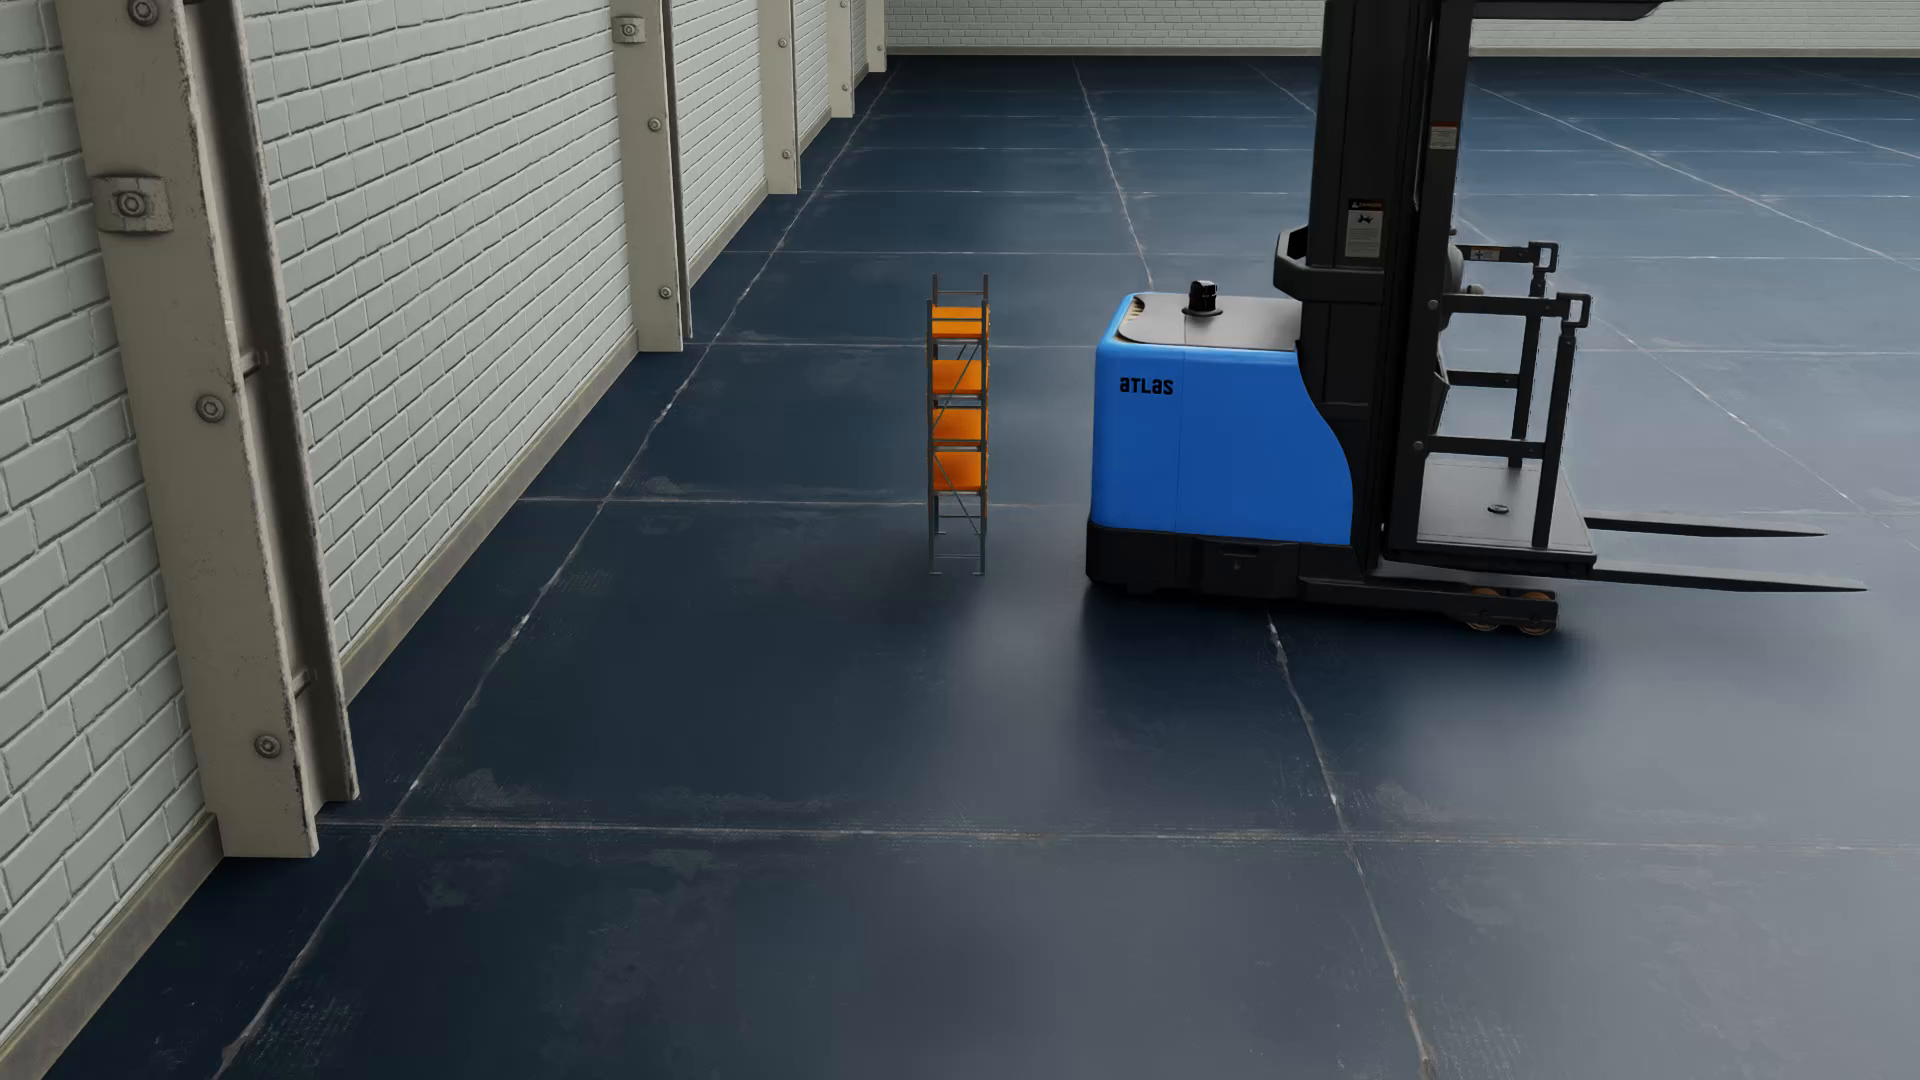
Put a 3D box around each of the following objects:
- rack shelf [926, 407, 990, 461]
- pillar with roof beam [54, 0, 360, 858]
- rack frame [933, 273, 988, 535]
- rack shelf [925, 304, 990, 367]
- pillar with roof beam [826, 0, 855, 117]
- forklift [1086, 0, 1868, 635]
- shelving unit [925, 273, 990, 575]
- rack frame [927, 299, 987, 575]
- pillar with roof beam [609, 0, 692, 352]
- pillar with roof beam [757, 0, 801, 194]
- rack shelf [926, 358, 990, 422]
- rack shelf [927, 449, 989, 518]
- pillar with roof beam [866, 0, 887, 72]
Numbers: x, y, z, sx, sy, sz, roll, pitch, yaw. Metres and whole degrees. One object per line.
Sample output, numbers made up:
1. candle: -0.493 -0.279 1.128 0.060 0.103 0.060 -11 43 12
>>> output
1. rack shelf: -0.005 -0.437 7.182 0.258 0.148 0.480 1 21 2
2. pillar with roof beam: 2.190 -3.258 3.484 9.100 9.000 0.400 1 21 2
3. rack frame: 0.002 -0.588 7.385 0.240 1.200 0.015 1 21 2
4. rack shelf: -0.005 -0.866 7.015 0.258 0.148 0.480 1 21 2
5. pillar with roof beam: 2.738 -9.766 20.258 9.100 9.000 0.400 1 21 2
6. forklift: 2.098 -1.201 6.572 3.031 2.935 1.130 4 22 11
7. shelving unit: -0.005 -0.500 7.158 0.258 1.200 0.503 1 21 2
8. rack frame: -0.012 -0.411 6.930 0.240 1.200 0.015 1 21 2
9. pillar with roof beam: 2.373 -5.427 9.076 9.100 9.000 0.400 1 21 2
10. pillar with roof beam: 2.555 -7.596 14.667 9.100 9.000 0.400 1 21 2
11. rack shelf: -0.005 -0.645 7.101 0.258 0.148 0.480 1 21 2
12. rack shelf: -0.005 -0.252 7.254 0.258 0.148 0.480 1 21 2
13. pillar with roof beam: 2.920 -11.935 25.849 9.100 9.000 0.400 1 21 2
